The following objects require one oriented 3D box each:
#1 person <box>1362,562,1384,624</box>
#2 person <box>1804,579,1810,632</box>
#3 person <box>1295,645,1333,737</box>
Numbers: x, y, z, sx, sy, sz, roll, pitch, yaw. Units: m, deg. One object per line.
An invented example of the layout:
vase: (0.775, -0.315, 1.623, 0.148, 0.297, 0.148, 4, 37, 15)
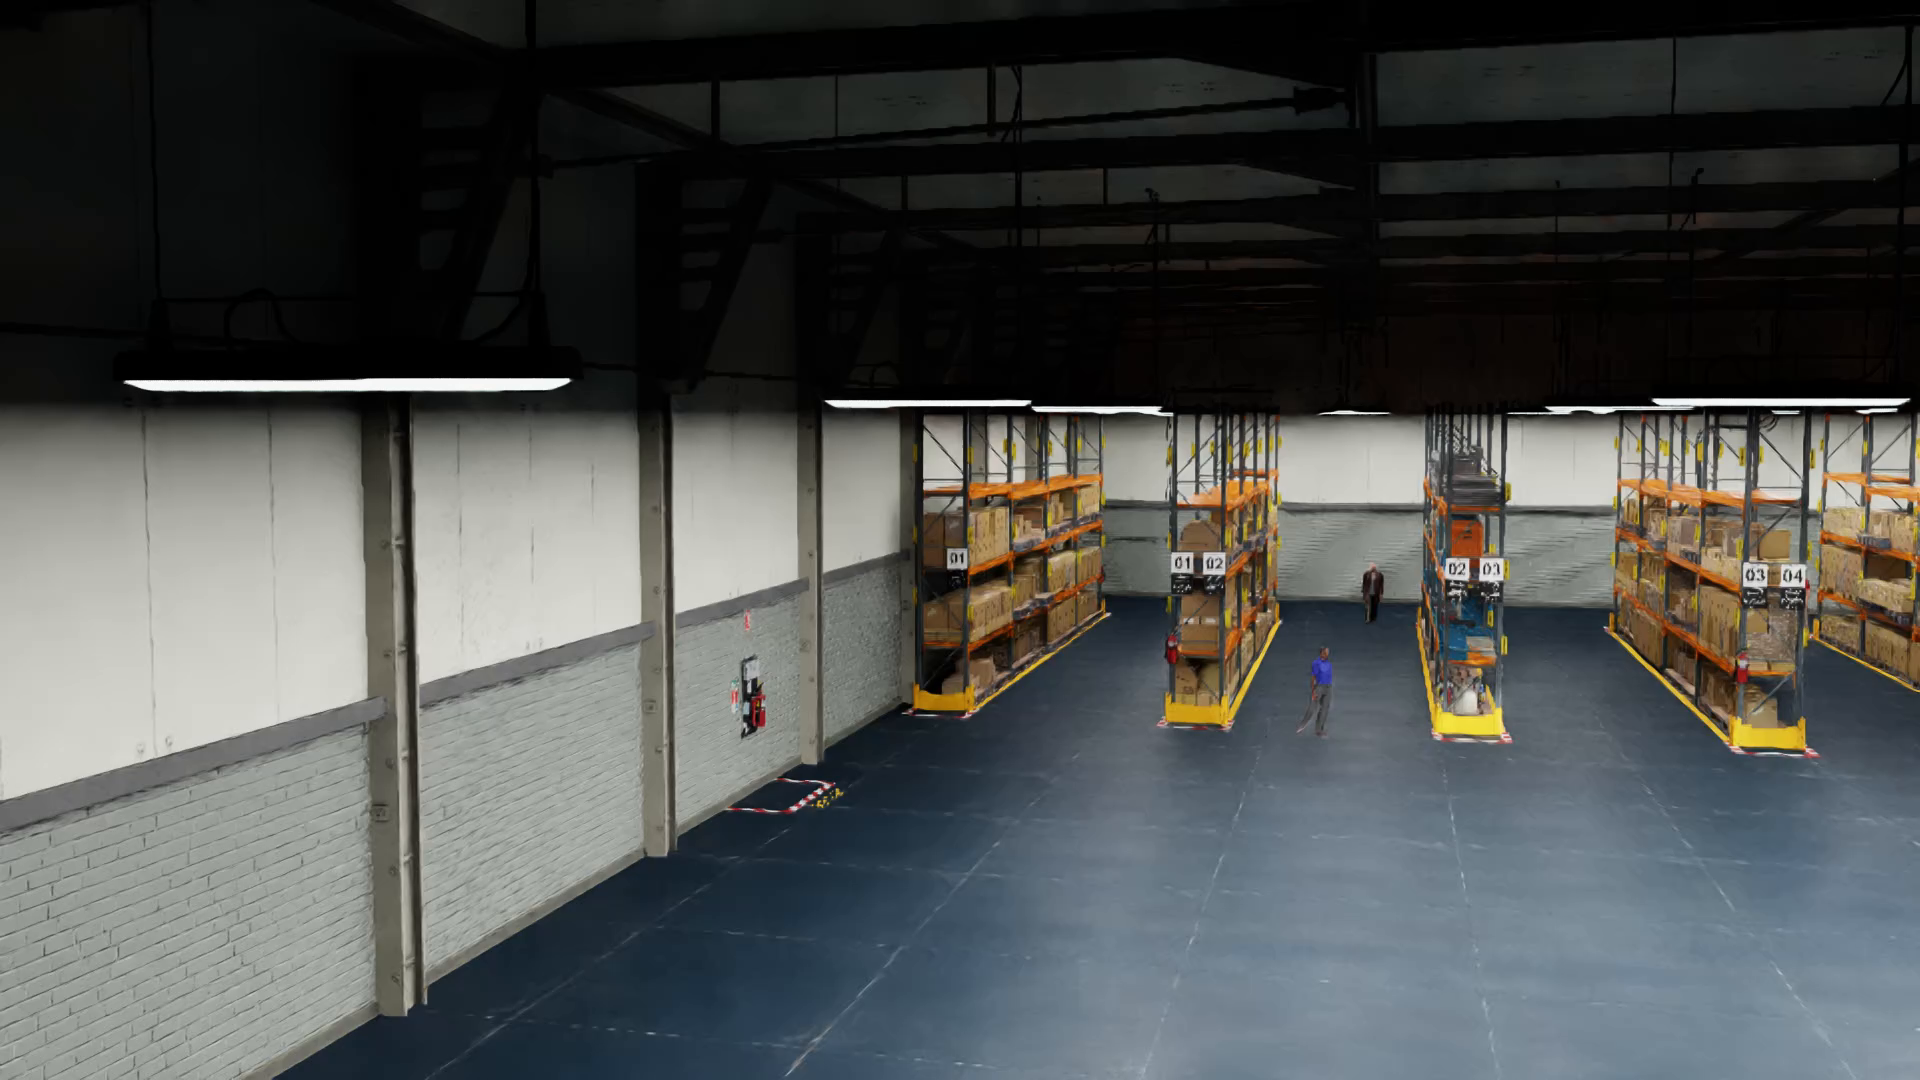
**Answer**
person: (11.440, 1.453, 46.082, 0.588, 1.700, 1.193, 1, 4, 12)
person: (22.331, 1.601, 44.293, 0.666, 1.695, 0.614, -4, 6, -42)
person: (6.354, 2.700, 29.813, 0.647, 1.651, 0.482, -2, 5, -29)
